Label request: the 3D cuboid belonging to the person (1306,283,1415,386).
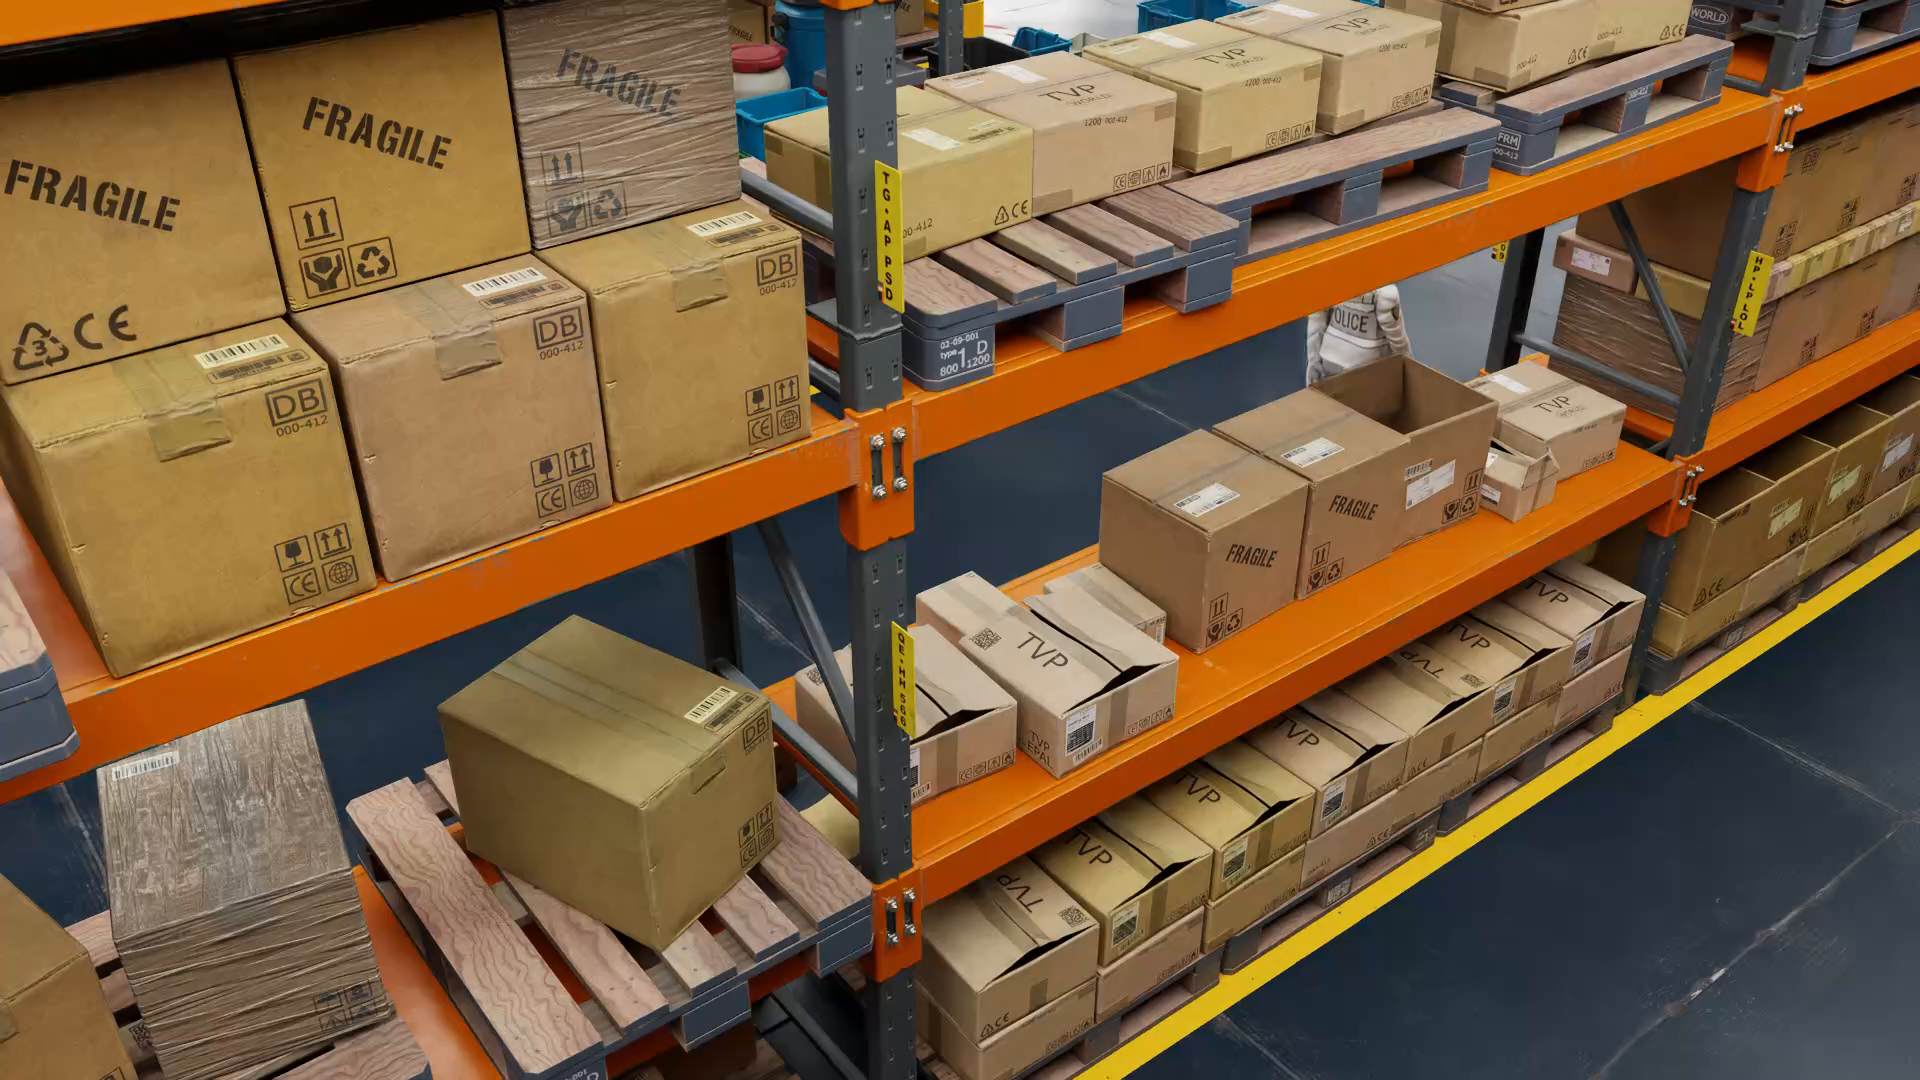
[{"bbox_3d":[2.105,-0.948,8.588,0.953,1.636,0.499,-22,38,-31],"label":"person"}]
